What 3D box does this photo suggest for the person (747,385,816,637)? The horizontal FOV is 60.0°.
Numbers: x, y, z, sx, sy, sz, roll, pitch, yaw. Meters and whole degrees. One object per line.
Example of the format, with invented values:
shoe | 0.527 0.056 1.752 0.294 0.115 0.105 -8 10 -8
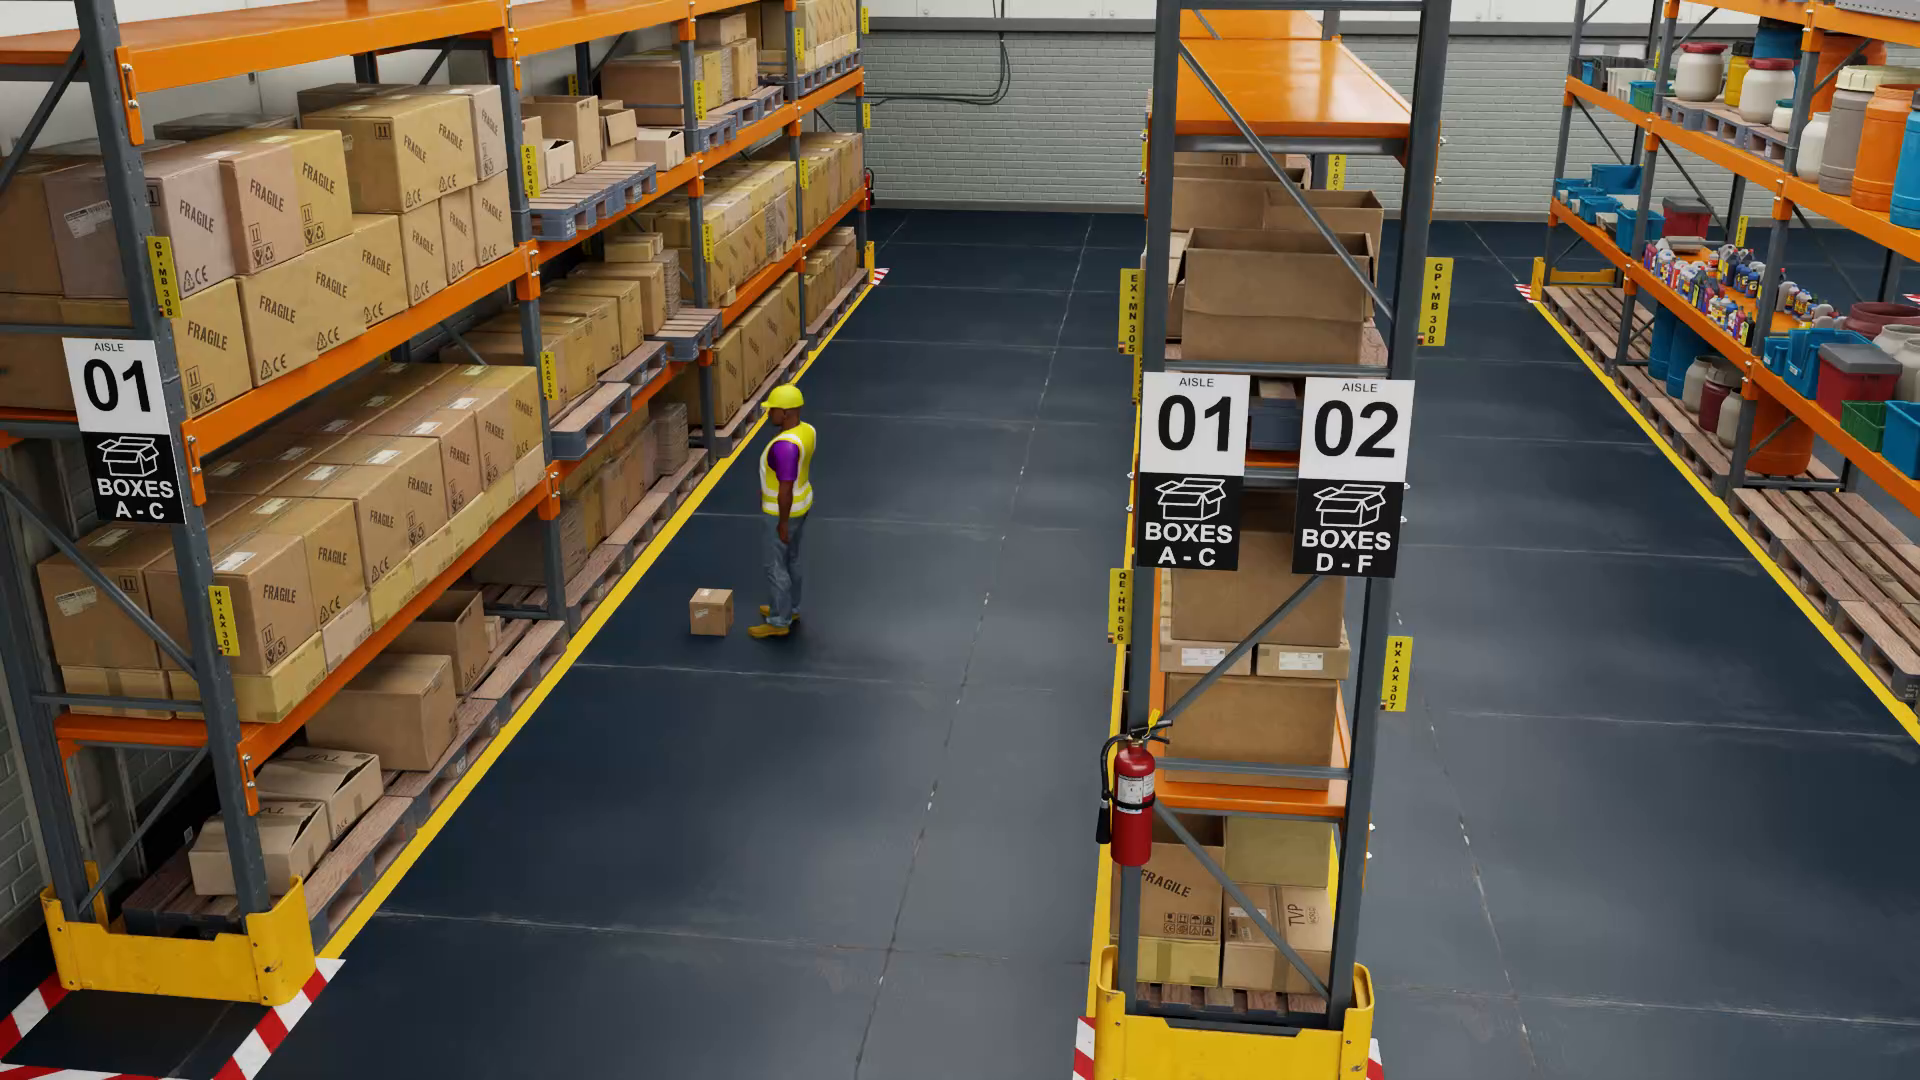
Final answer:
person | -1.252 -0.214 11.568 0.483 1.783 0.584 5 22 12
